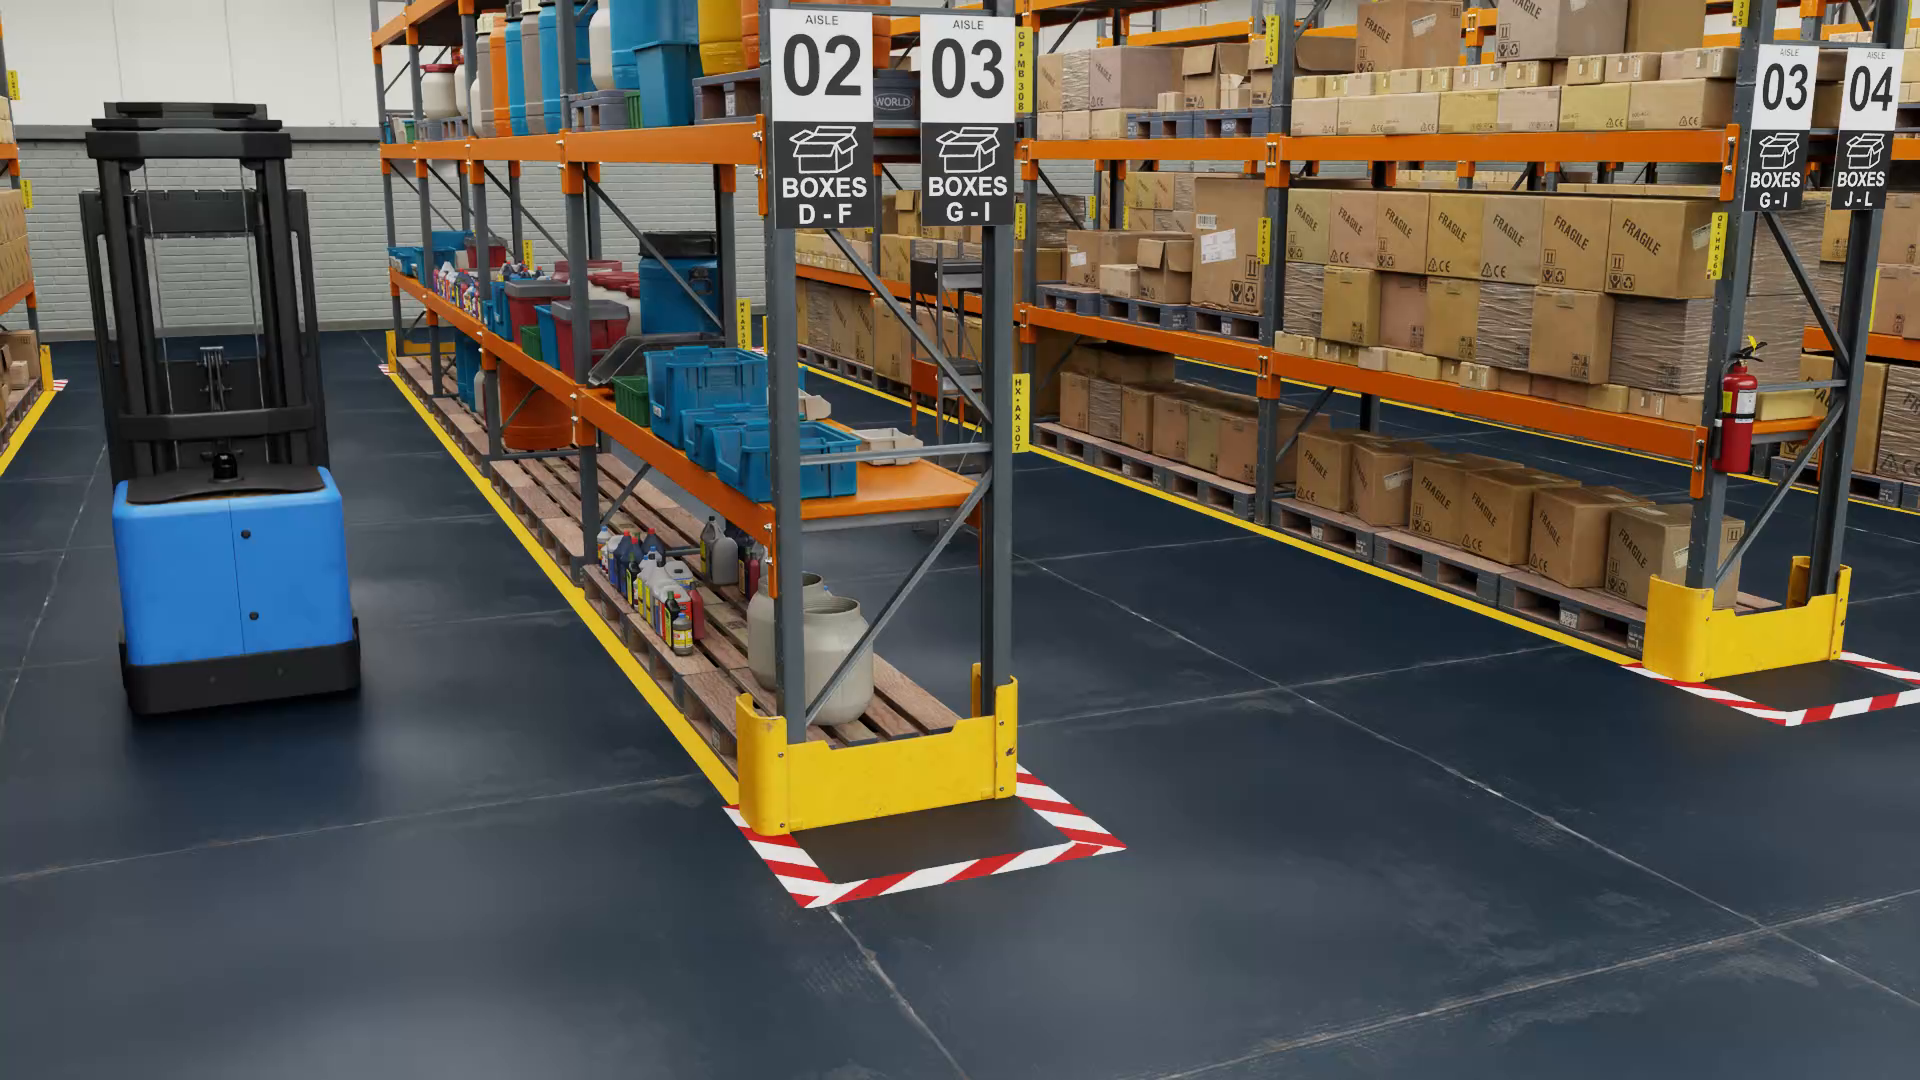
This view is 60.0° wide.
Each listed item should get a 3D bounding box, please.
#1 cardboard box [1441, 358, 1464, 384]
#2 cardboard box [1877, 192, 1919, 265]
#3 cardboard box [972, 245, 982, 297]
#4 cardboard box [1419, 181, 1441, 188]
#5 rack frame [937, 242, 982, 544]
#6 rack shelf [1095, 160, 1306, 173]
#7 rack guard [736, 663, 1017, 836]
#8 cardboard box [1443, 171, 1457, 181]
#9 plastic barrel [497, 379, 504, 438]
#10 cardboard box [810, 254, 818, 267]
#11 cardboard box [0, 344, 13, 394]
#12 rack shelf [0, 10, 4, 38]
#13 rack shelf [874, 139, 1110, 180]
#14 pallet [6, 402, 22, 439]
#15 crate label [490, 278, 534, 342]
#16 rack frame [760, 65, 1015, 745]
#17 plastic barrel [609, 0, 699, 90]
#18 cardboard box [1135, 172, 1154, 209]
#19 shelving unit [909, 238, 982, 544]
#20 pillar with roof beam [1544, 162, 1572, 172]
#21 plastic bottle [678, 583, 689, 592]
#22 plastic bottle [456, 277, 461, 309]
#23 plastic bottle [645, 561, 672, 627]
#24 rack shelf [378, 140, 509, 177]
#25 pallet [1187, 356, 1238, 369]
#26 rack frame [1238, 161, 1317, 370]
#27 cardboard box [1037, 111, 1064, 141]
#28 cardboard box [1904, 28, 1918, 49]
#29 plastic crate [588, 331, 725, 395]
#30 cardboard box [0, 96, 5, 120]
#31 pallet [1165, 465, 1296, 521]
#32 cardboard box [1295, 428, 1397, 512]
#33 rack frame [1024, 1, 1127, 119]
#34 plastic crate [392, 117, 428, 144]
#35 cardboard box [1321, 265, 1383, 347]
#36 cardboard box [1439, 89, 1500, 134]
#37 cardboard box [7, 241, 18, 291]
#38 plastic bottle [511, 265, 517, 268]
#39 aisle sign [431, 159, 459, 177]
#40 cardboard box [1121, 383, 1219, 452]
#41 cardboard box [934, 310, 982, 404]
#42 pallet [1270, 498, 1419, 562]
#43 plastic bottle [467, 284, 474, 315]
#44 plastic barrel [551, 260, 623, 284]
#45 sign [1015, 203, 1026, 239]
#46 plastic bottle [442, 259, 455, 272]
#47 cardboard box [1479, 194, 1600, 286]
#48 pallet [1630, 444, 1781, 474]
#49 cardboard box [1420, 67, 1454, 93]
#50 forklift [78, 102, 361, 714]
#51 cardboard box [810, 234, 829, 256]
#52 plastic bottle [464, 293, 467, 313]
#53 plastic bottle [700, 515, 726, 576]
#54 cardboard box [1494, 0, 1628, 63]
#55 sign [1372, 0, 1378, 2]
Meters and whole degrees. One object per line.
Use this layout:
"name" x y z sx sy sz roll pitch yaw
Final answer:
"cardboard box" 3.235 -1.062 10.364 0.380 0.149 0.250 -6 14 -23
"cardboard box" 7.698 -2.456 13.103 0.875 0.550 0.550 -6 14 -23
"cardboard box" 0.448 -2.671 16.535 0.500 0.500 0.500 -6 14 -23
"cardboard box" 7.301 -5.186 25.186 0.500 0.500 0.500 -6 14 -23
"rack frame" 0.031 -1.007 11.563 0.400 2.100 0.015 -6 14 -23
"rack shelf" 3.249 -5.217 22.700 1.077 0.370 4.000 -6 14 -23
"rack guard" -0.340 0.868 7.012 1.175 0.500 0.348 -6 14 -23
"cardboard box" 7.414 -5.416 24.741 0.380 0.149 0.250 -6 14 -24
"plastic barrel" -3.990 -1.192 14.955 0.421 0.512 0.421 0 13 0
"cardboard box" -1.680 -3.549 21.107 0.380 0.149 0.250 -6 14 -24
"cardboard box" -10.370 -1.757 17.370 0.797 0.503 0.637 -6 14 -23
"rack shelf" -10.414 -5.355 16.654 1.077 0.370 4.000 -6 14 -23
"rack shelf" 0.266 -3.963 17.284 1.077 0.370 4.000 -6 14 -23
"pallet" -9.887 -1.155 16.391 1.003 0.211 1.213 -6 14 -23
"crate label" -3.321 -1.779 12.826 0.502 0.435 0.616 -6 14 -23
"rack frame" -0.266 -0.339 6.681 1.000 3.000 0.127 -6 14 -23
"plastic barrel" -1.568 -2.860 8.879 0.600 0.901 0.708 -6 14 -23
"cardboard box" 2.780 -4.870 23.159 0.500 0.500 0.500 -6 14 -24
"shelving unit" -0.066 -1.057 11.781 0.431 2.100 0.503 -6 14 -23
"pillar with roof beam" 7.291 -8.608 29.107 9.100 9.000 0.400 -6 14 -23
"plastic bottle" -1.512 0.333 9.007 0.097 0.201 0.097 0 13 0
"plastic bottle" -4.609 -2.282 15.335 0.061 0.283 0.133 -6 14 -23
"plastic bottle" -1.605 0.281 8.904 0.144 0.351 0.185 -5 14 -21
"rack shelf" -5.874 -4.342 18.921 1.077 0.370 4.000 -6 14 -23
"pallet" 3.749 -2.469 22.072 1.003 0.211 1.213 -6 14 -23
"rack frame" 4.050 -3.692 21.171 1.000 3.000 0.127 -6 14 -23
"cardboard box" 1.023 -3.707 14.915 0.500 0.250 0.500 -5 14 -22
"cardboard box" 7.294 -3.810 12.661 0.380 0.149 0.250 -6 14 -23
"plastic crate" -1.775 -1.015 9.742 0.767 0.338 0.504 -6 14 -23
"cardboard box" -10.575 -4.643 17.851 0.500 0.250 0.500 -6 14 -23
"pallet" 2.357 -0.415 13.193 1.003 0.211 1.213 -6 14 -23
"cardboard box" 2.793 -0.513 12.046 0.500 0.500 0.500 -6 14 -25
"rack frame" 1.067 -5.362 15.079 1.000 3.000 0.127 -6 14 -23
"plastic crate" -6.070 -4.562 18.540 0.437 0.282 0.530 -6 14 -23
"cardboard box" 2.961 -1.601 11.254 0.875 0.500 0.500 -6 14 -23
"cardboard box" 3.240 -2.564 9.976 0.500 0.250 0.500 -6 14 -24
"cardboard box" -10.179 -2.864 17.370 0.500 0.500 0.500 -6 14 -24
"plastic bottle" -4.619 -2.705 17.181 0.152 0.276 0.135 -6 14 -23
"aisle sign" -6.436 -4.952 20.849 0.394 0.787 0.004 -6 14 -23
"cardboard box" 1.822 -1.069 14.404 0.700 0.500 0.500 -4 14 -18
"cardboard box" 0.460 -1.938 17.370 1.225 0.875 0.875 -6 14 -23
"pallet" 2.971 -0.118 11.913 1.003 0.211 1.213 -6 14 -23
"plastic bottle" -4.302 -2.128 14.695 0.097 0.271 0.097 0 13 0
"plastic barrel" -3.007 -1.989 13.511 0.600 0.536 0.708 -6 14 -23
"sign" 0.560 -2.952 15.405 0.100 0.325 0.005 -6 14 -23
"plastic bottle" -5.213 -2.684 16.922 0.144 0.351 0.185 -6 14 -23
"cardboard box" 3.422 -1.764 9.742 0.500 0.500 0.500 -6 14 -23
"pallet" 6.877 -0.834 15.004 1.003 0.211 1.213 -6 14 -23
"cardboard box" 3.074 -2.834 10.259 0.380 0.149 0.250 -6 14 -24
"forklift" -4.109 -0.875 9.152 1.130 2.935 3.031 -6 14 -24
"cardboard box" -1.566 -3.722 20.971 0.500 0.250 0.500 -6 14 -24
"plastic bottle" -4.380 -2.134 14.877 0.097 0.201 0.097 0 13 0
"plastic bottle" -1.478 0.031 9.982 0.144 0.351 0.185 -6 14 -23
"cardboard box" 3.419 -2.982 9.459 0.500 0.500 0.500 -6 14 -23
"sign" 6.432 -8.393 25.753 0.100 0.325 0.005 -6 14 -23
